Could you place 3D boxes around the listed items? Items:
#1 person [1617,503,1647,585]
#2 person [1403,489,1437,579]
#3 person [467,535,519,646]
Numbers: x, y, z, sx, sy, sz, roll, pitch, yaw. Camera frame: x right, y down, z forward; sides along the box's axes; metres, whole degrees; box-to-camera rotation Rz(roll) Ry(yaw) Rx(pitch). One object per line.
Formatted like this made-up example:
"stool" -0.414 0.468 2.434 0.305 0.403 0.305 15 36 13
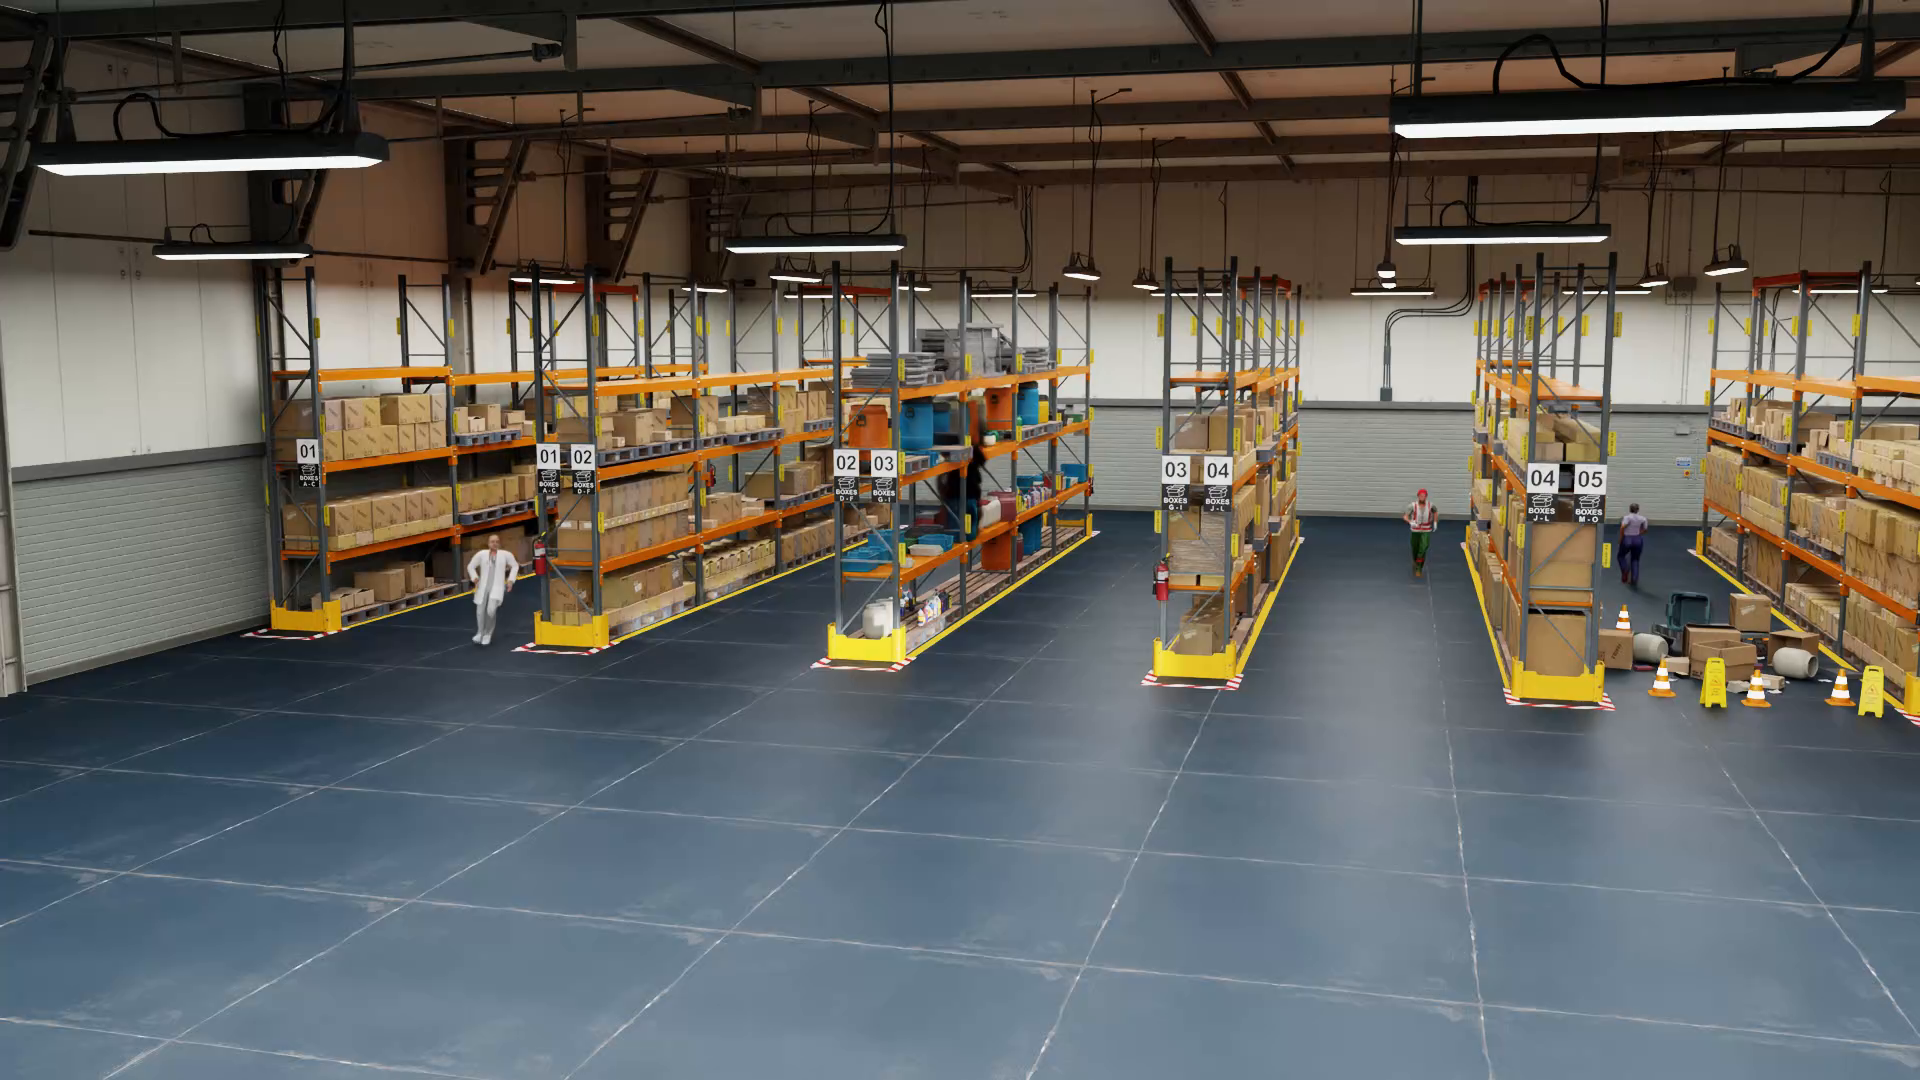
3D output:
"person" 13.149 0.065 32.607 0.581 1.609 0.601 0 7 4
"person" 9.342 -0.161 33.750 0.685 1.776 0.994 1 7 10
"person" -7.457 0.795 26.499 0.765 1.762 0.693 -1 7 -5
